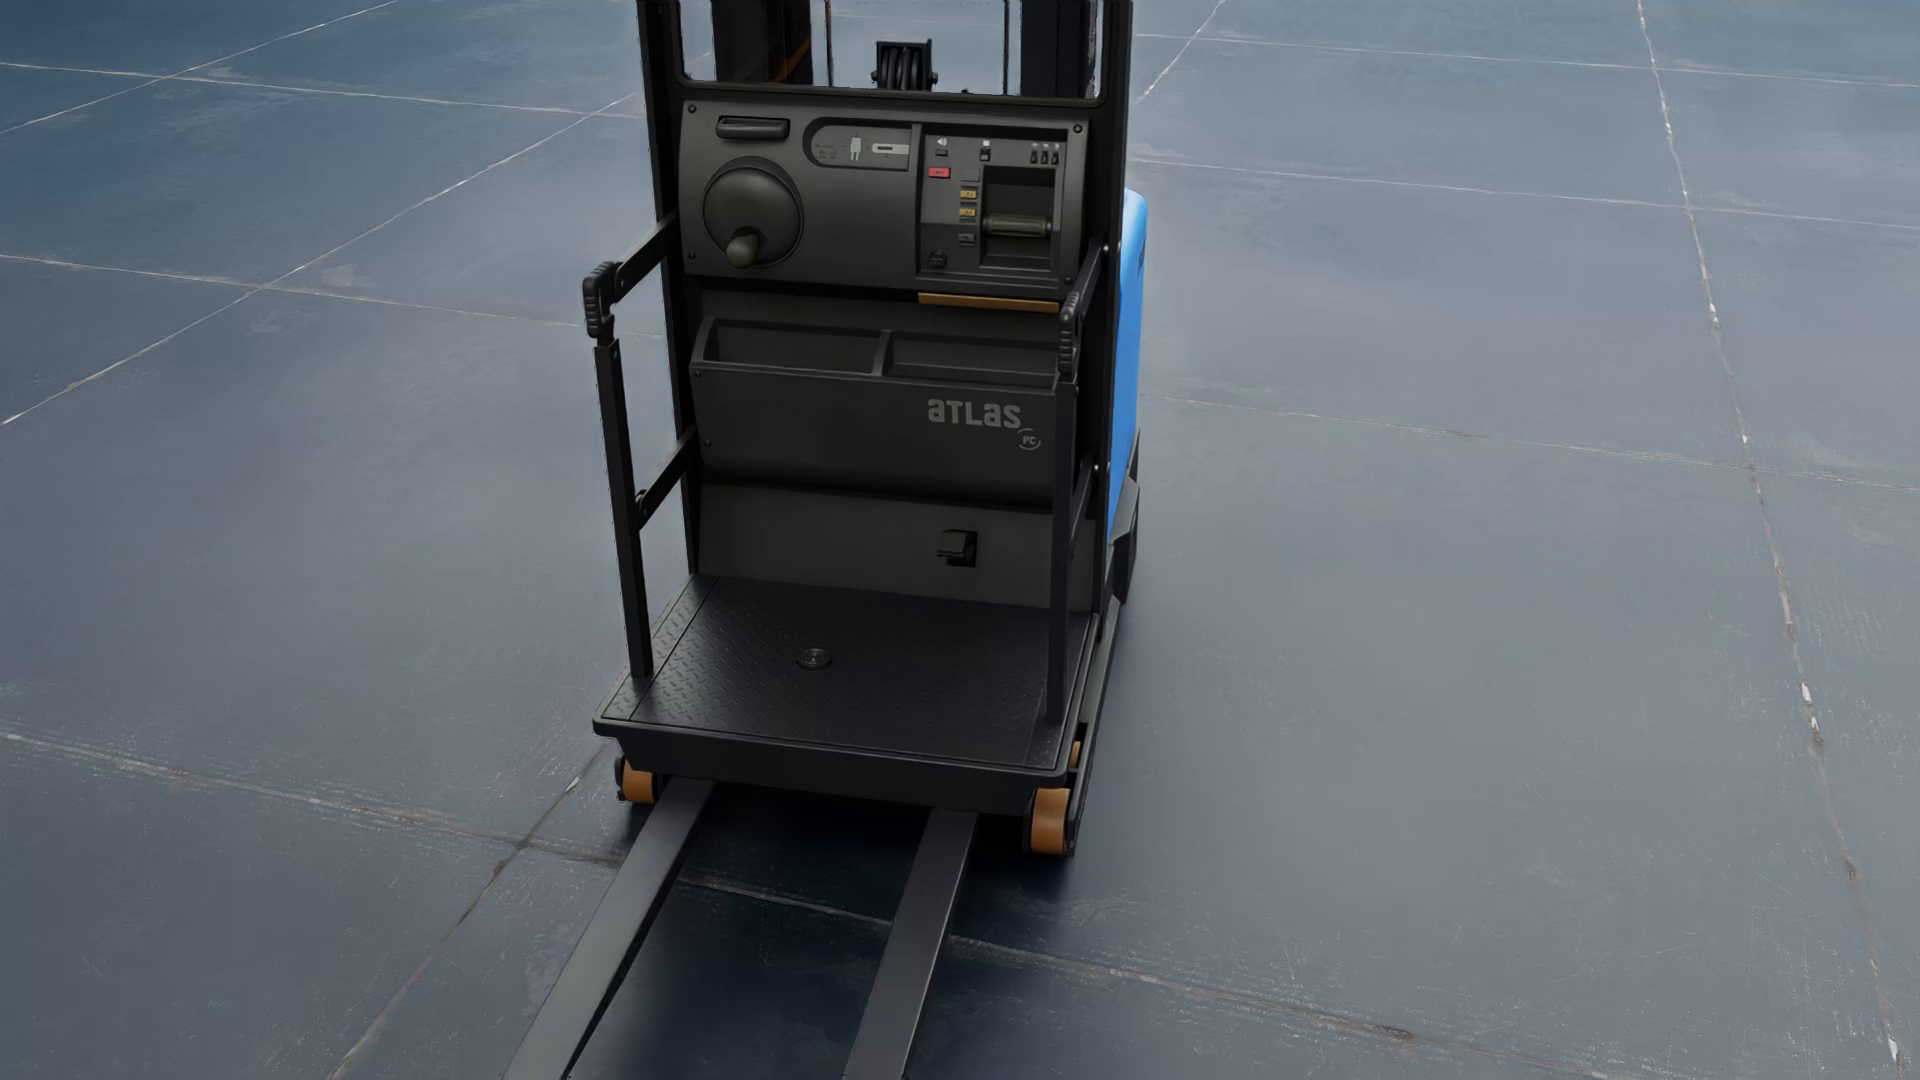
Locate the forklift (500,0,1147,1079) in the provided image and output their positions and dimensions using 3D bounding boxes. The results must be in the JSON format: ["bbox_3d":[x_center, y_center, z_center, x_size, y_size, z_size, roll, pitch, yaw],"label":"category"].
[{"bbox_3d":[-0.218,-0.733,3.553,1.130,2.935,3.031,5,30,10],"label":"forklift"}]

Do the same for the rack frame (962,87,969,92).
[{"bbox_3d":[0.125,-0.947,5.718,0.240,1.200,0.015,5,30,10],"label":"rack frame"}]

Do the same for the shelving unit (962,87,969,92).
[{"bbox_3d":[0.079,-0.830,5.508,0.258,1.200,0.503,5,30,10],"label":"shelving unit"}]
